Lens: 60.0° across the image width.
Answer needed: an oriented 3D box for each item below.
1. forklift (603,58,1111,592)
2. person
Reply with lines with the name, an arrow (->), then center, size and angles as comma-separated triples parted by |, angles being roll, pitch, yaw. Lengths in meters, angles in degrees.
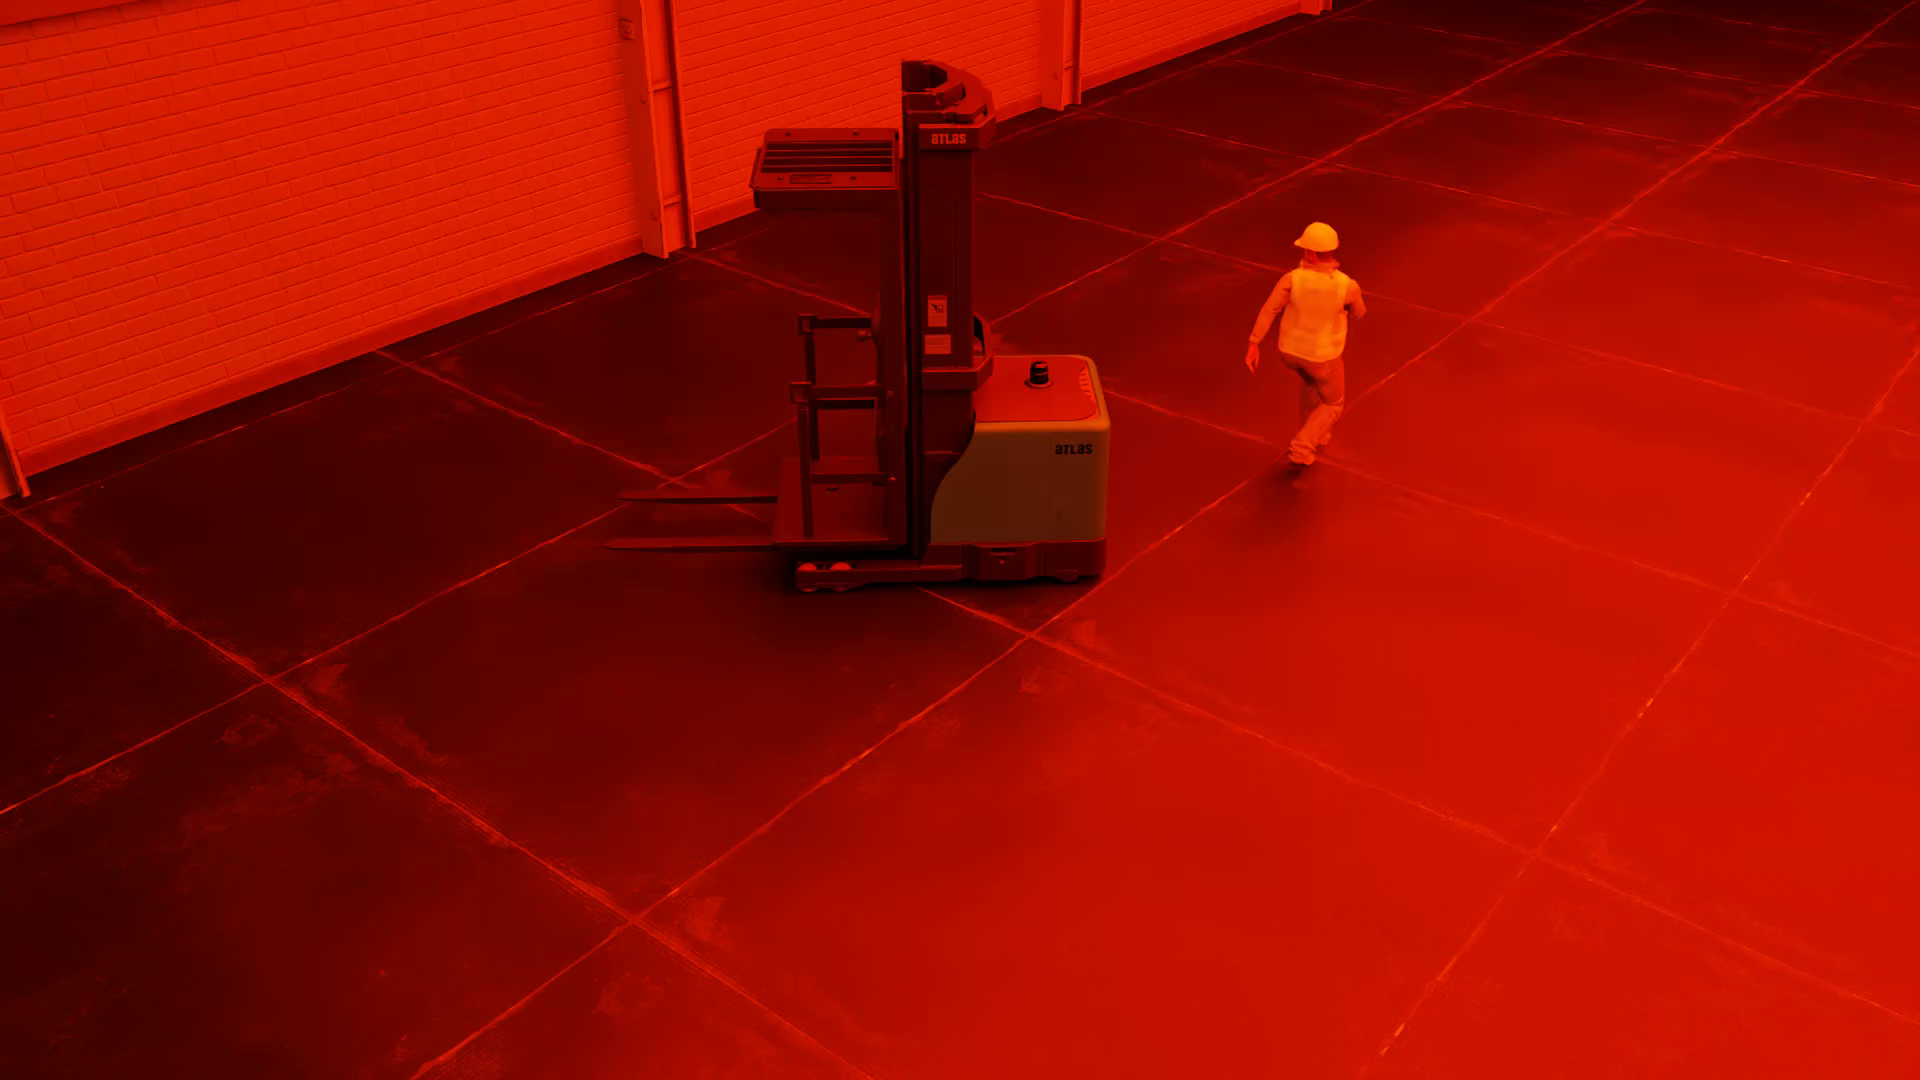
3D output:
forklift -> -0.645, -1.228, 9.697 | 3.031, 2.935, 1.130 | -1, 30, -2
person -> 2.332, -1.301, 11.074 | 0.582, 1.692, 0.824 | 22, 37, 33
